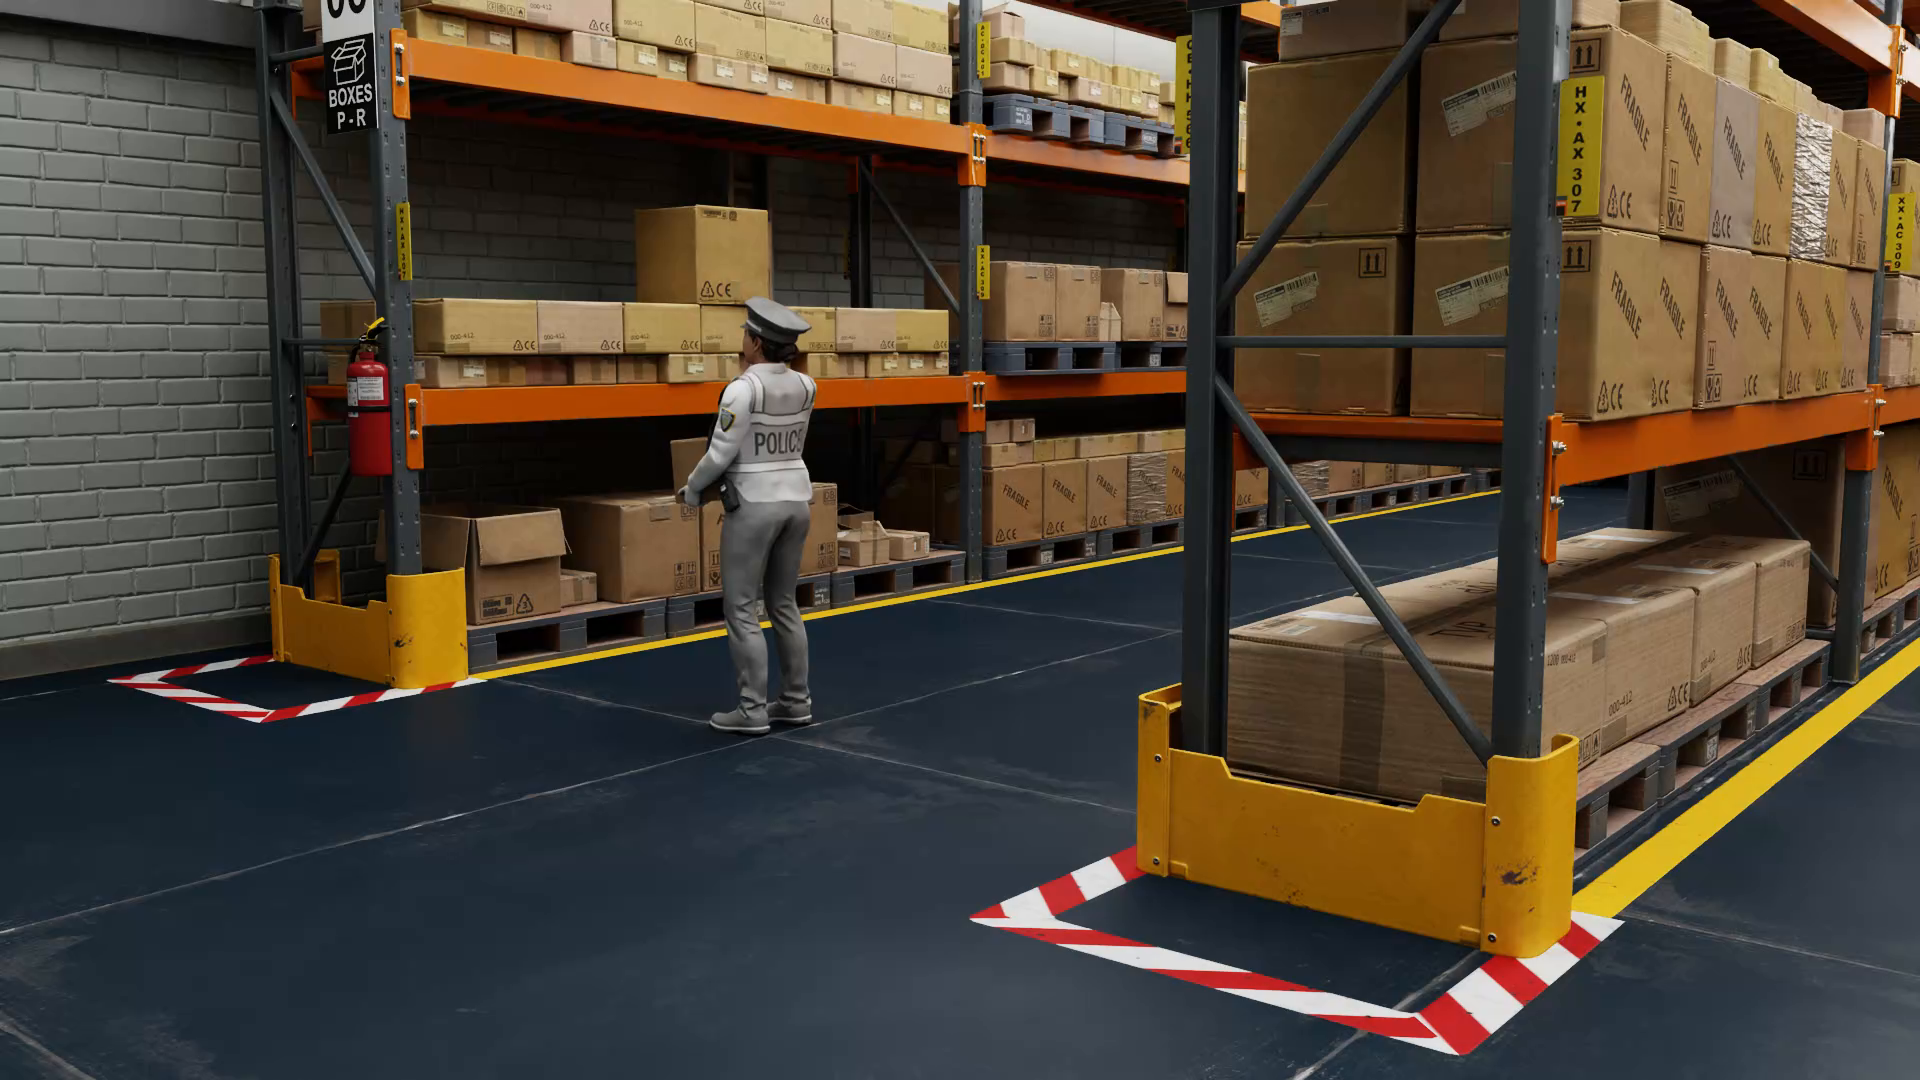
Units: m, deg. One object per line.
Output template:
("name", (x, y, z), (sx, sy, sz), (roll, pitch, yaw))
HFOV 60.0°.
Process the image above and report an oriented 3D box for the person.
("person", (-0.813, -0.104, 6.499), (0.564, 1.686, 0.460), (5, 9, 39))
